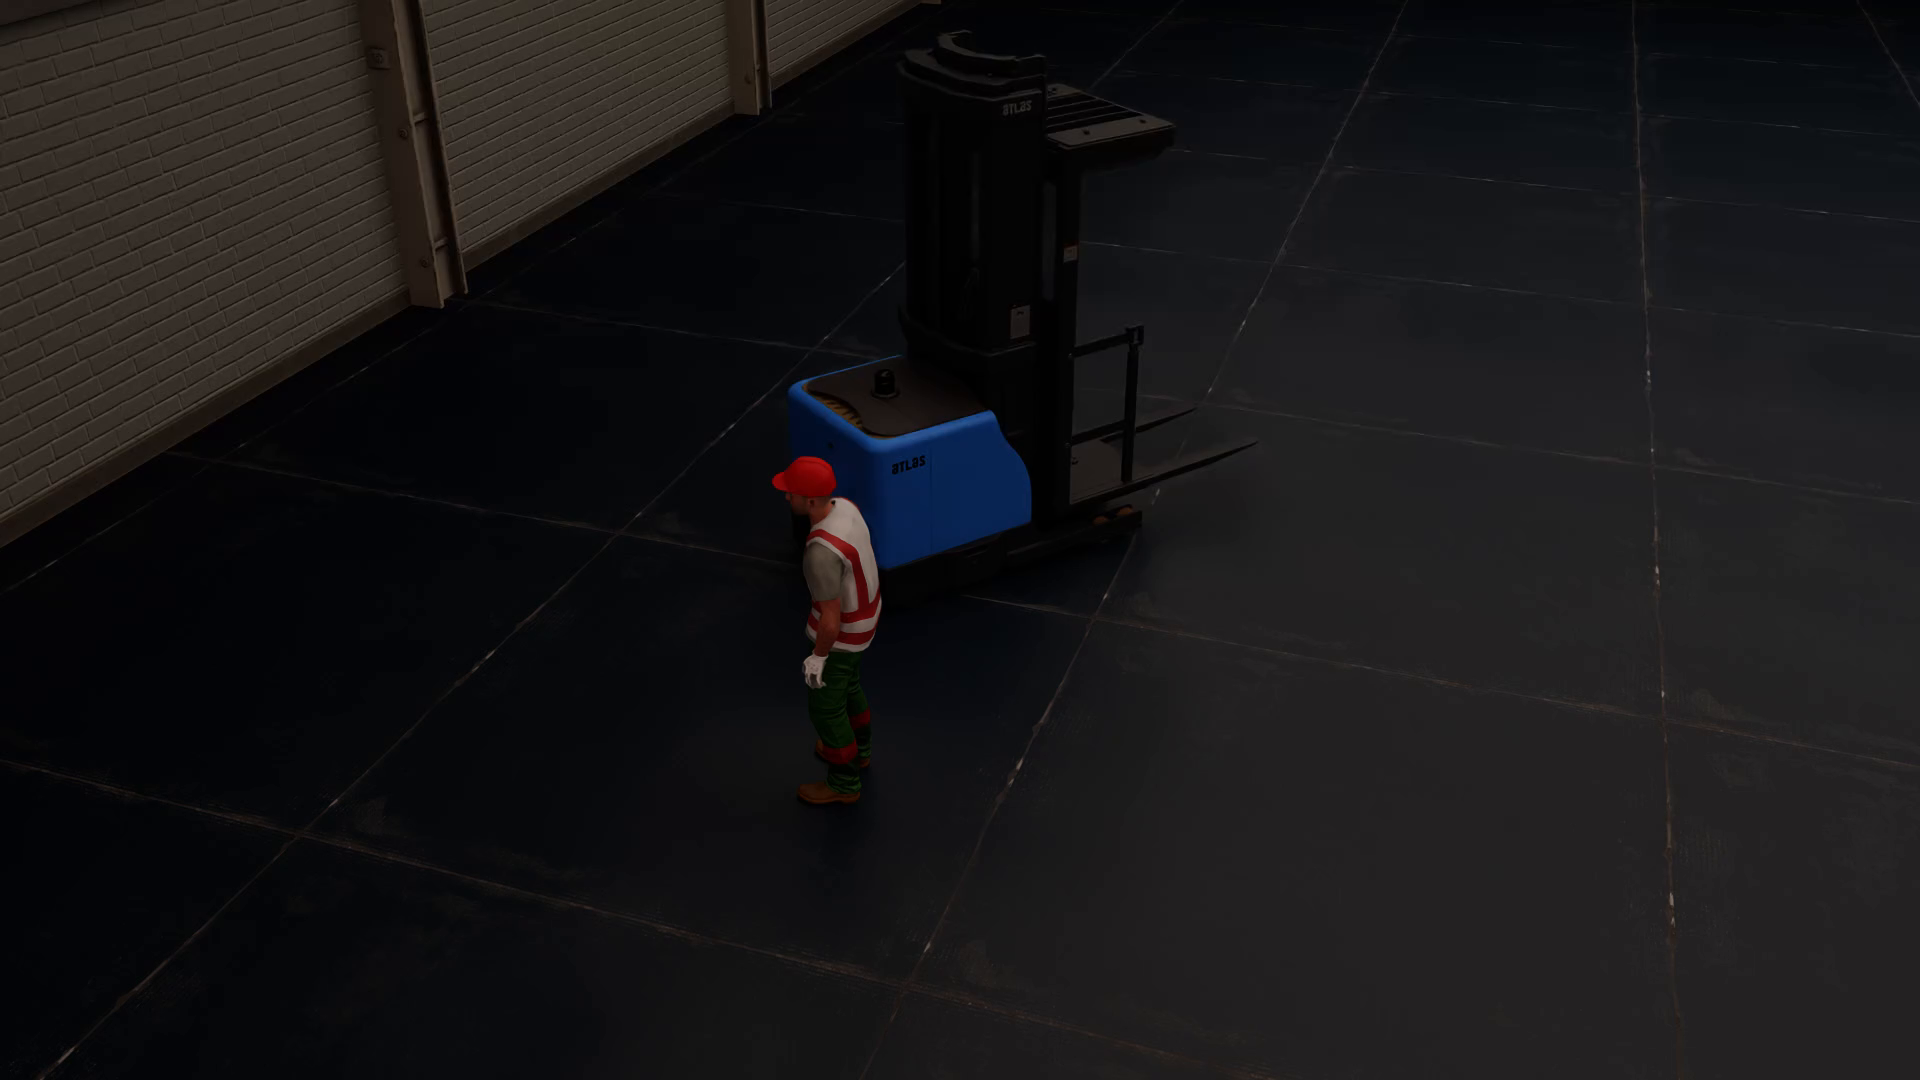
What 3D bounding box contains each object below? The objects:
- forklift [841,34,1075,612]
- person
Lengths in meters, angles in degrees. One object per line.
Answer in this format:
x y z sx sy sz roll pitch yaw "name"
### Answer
0.073 -1.581 9.909 1.130 2.935 3.031 4 30 7 "forklift"
-0.590 0.409 7.584 0.446 1.780 0.623 5 30 9 "person"
